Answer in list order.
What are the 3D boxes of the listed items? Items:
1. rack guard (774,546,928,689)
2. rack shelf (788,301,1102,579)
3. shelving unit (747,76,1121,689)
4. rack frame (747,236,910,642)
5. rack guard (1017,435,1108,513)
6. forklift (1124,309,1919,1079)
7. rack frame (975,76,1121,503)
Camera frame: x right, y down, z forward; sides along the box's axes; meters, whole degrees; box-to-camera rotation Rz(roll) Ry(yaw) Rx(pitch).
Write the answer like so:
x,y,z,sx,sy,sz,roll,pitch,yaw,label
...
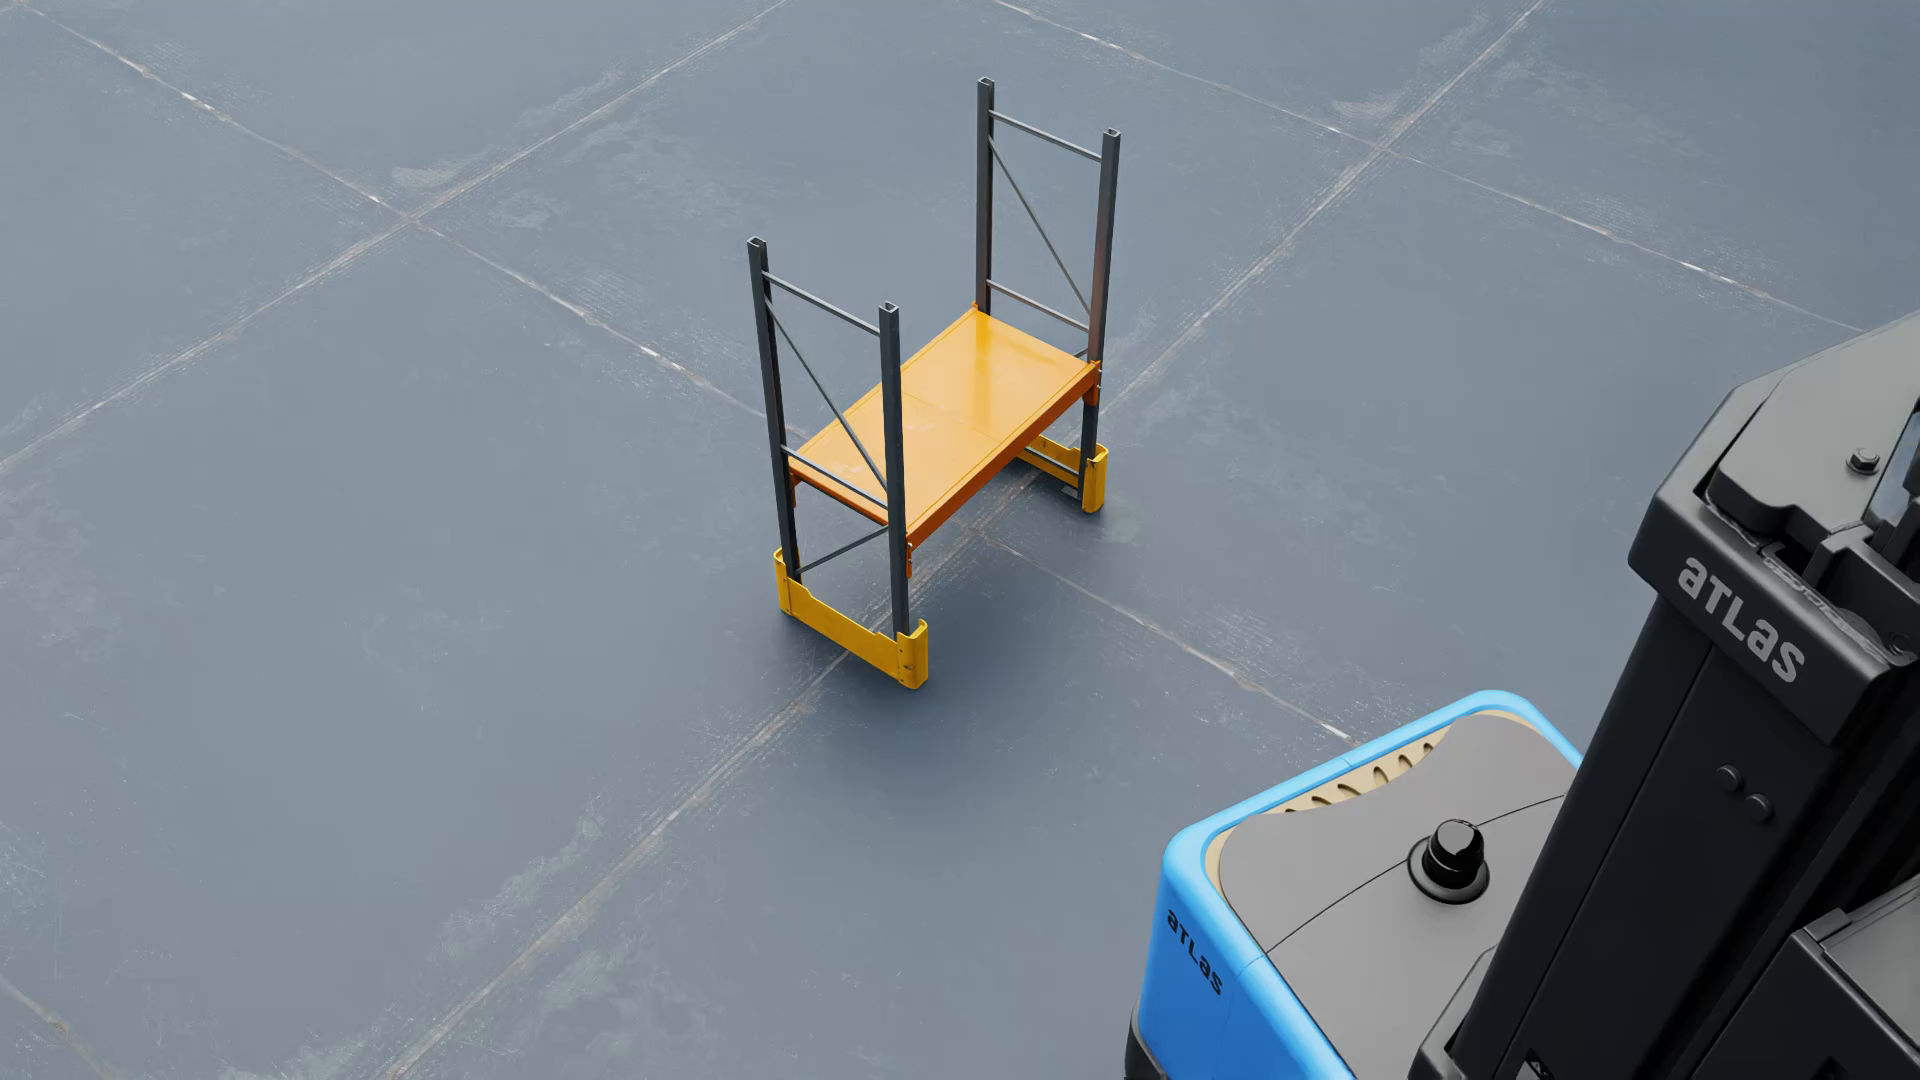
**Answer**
x,y,z,sx,sy,sz,roll,pitch,yaw,label
-0.351,0.242,5.346,0.587,0.250,0.087,29,53,25,rack guard
-0.052,-0.345,5.291,0.538,0.185,1.000,29,53,25,rack shelf
-0.047,-0.474,5.166,0.587,1.500,1.083,29,53,25,shelving unit
-0.363,-0.178,4.883,0.500,1.500,0.032,29,53,25,rack frame
0.258,-0.328,5.890,0.587,0.250,0.087,29,53,25,rack guard
1.562,1.169,2.606,1.130,2.935,3.031,-21,50,-19,forklift
0.259,-0.760,5.439,0.500,1.500,0.032,29,53,25,rack frame
